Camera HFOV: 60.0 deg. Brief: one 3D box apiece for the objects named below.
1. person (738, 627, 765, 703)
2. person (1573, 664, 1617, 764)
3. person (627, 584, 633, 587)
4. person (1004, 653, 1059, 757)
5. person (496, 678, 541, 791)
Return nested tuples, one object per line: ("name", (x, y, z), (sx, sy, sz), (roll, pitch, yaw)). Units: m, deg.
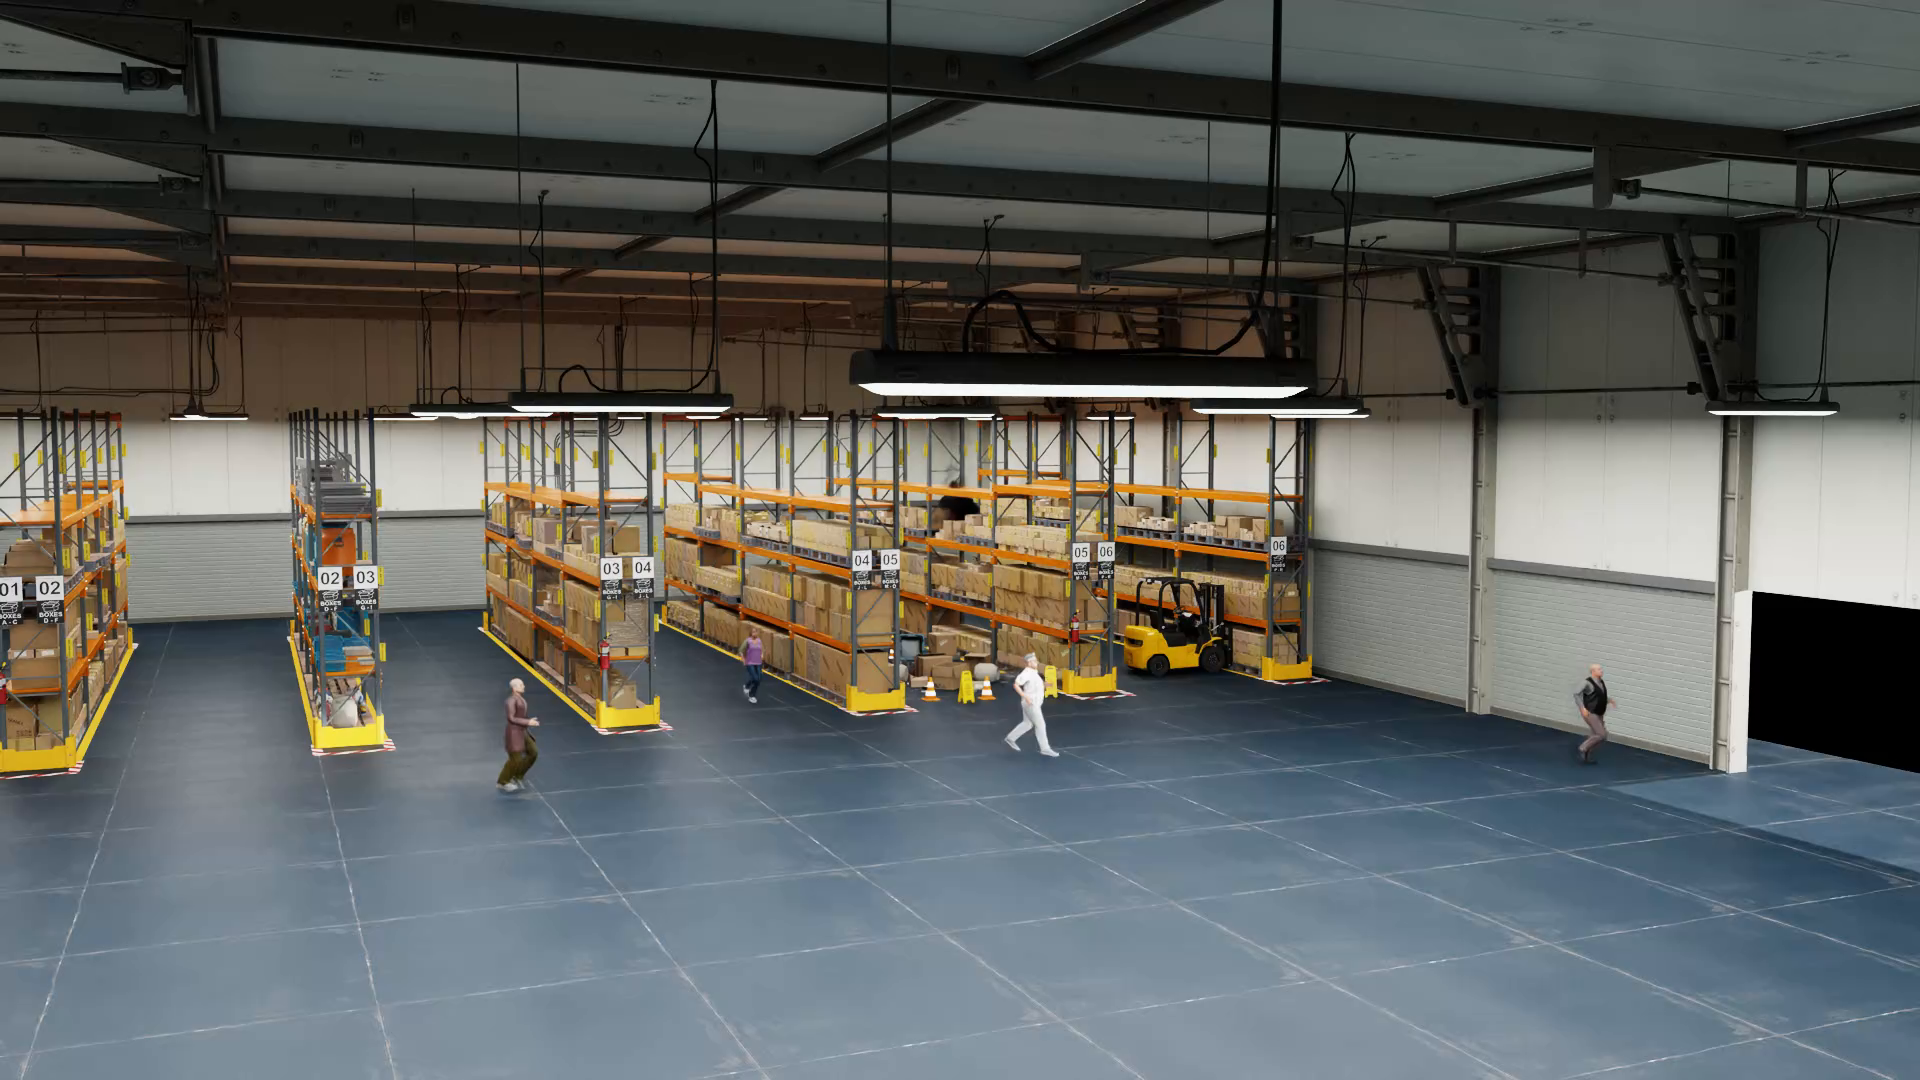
("person", (-4.224, 2.568, 34.105), (0.536, 1.547, 0.535), (-3, 5, -34))
("person", (10.679, 2.920, 27.889), (0.667, 1.686, 0.601), (-4, 5, -41))
("person", (-9.534, 1.655, 47.008), (0.653, 1.566, 0.498), (0, 4, -4))
("person", (1.227, 2.809, 28.579), (0.988, 1.771, 0.660), (1, 4, 10))
("person", (-6.855, 3.040, 25.889), (0.744, 1.798, 0.710), (0, 4, 6))
